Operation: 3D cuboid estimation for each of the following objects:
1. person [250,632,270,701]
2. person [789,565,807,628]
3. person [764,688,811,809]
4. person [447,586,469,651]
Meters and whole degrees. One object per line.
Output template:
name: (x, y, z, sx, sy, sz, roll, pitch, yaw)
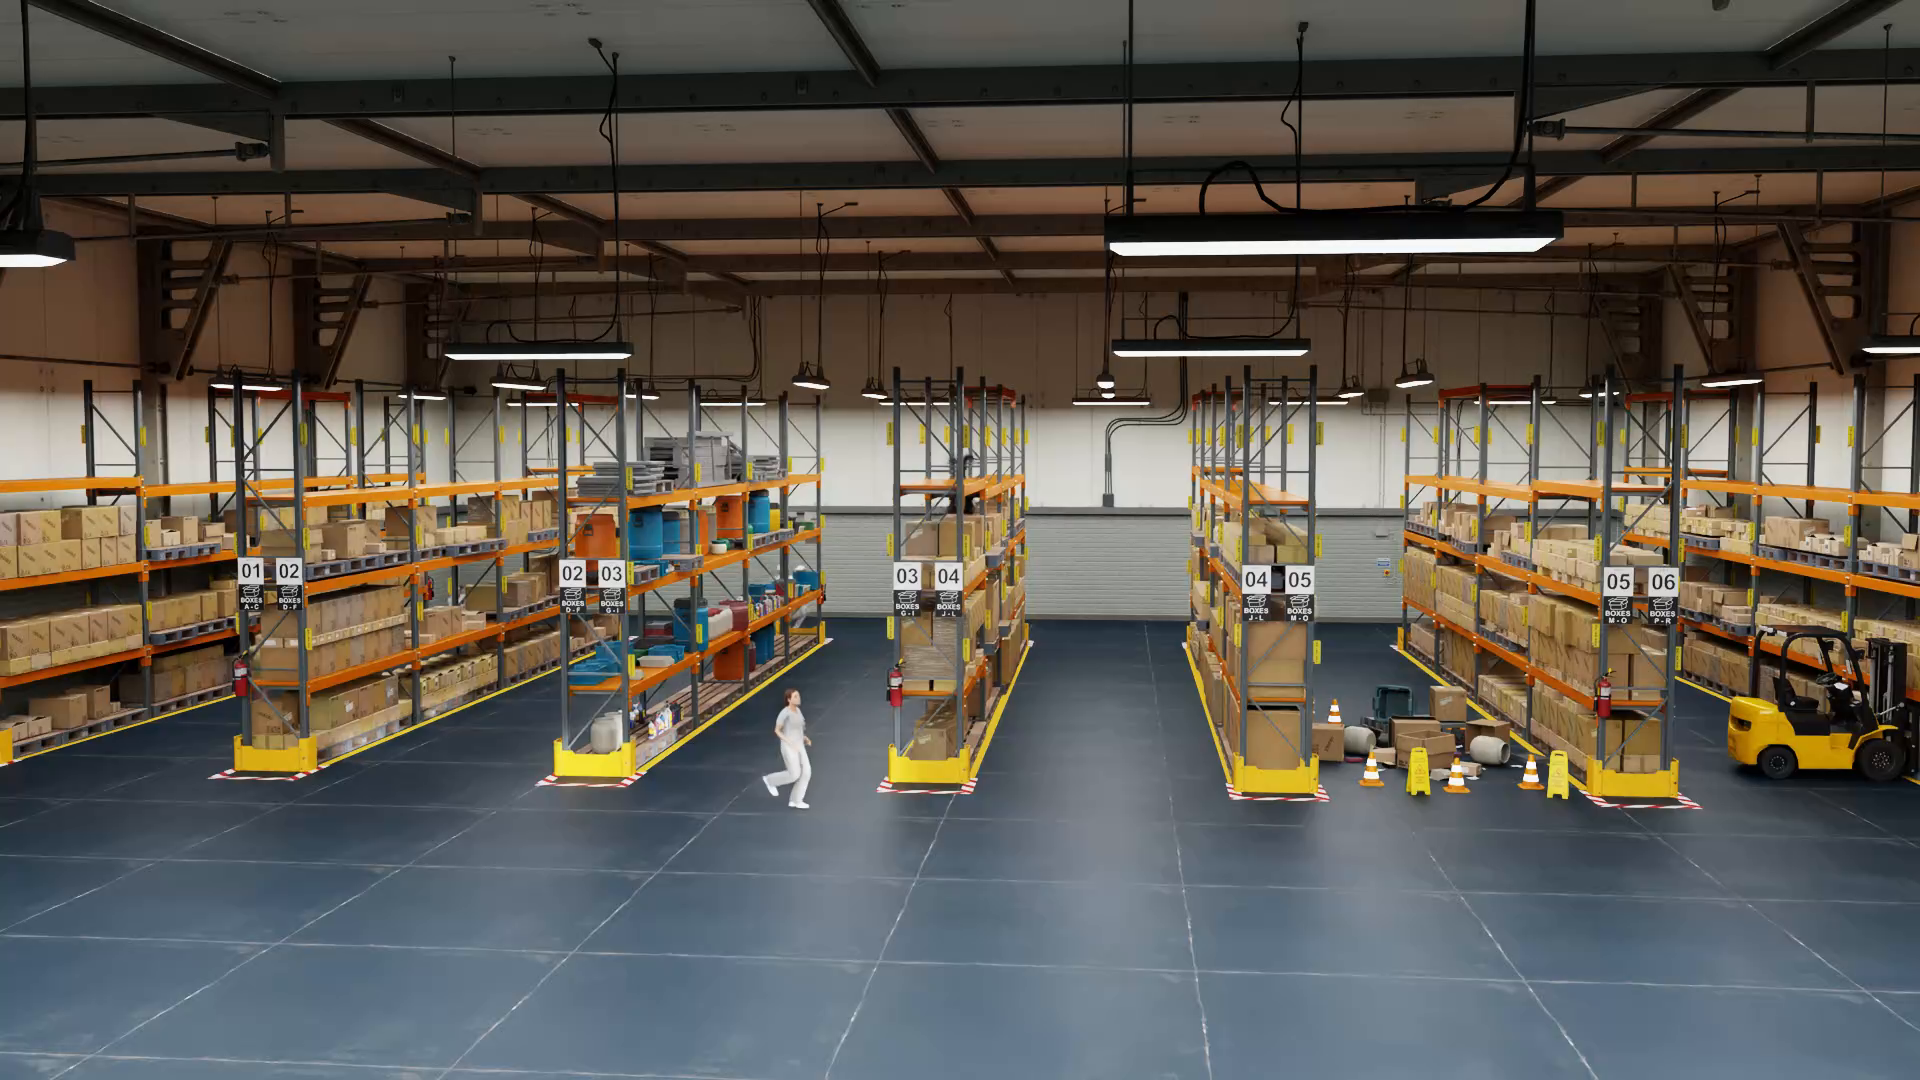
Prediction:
person: (-12.230, 2.396, 29.148, 0.579, 1.613, 0.645, -1, 4, -12)
person: (-4.161, 1.495, 42.847, 0.551, 1.689, 0.761, 2, 4, 23)
person: (-2.322, 2.803, 22.480, 0.688, 1.622, 0.577, 2, 4, 29)
person: (-11.640, 1.815, 38.715, 0.608, 1.576, 0.746, 0, 4, -7)
